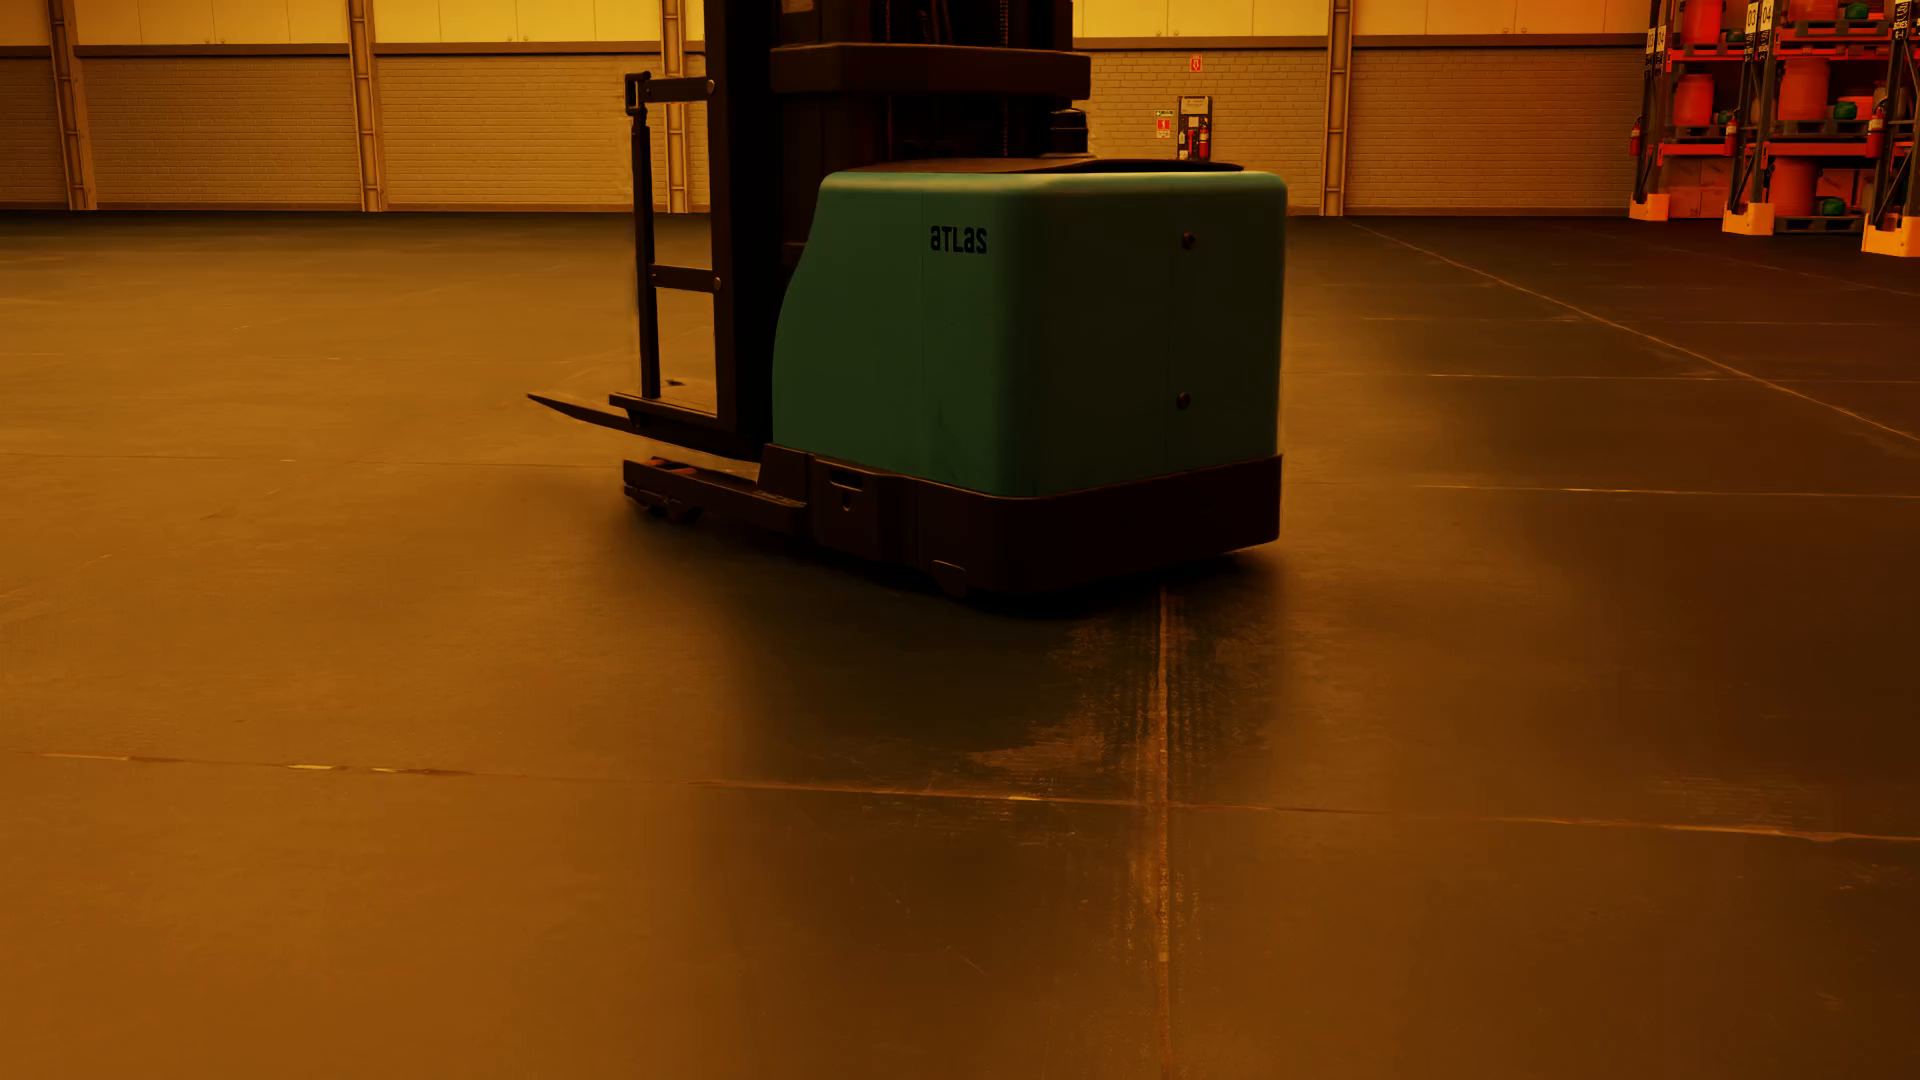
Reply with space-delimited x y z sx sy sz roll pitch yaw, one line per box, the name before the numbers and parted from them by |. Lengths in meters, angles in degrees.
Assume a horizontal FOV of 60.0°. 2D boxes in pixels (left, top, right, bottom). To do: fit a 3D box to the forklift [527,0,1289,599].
forklift | -0.433 -1.554 5.157 1.130 2.935 3.031 -11 17 -39
